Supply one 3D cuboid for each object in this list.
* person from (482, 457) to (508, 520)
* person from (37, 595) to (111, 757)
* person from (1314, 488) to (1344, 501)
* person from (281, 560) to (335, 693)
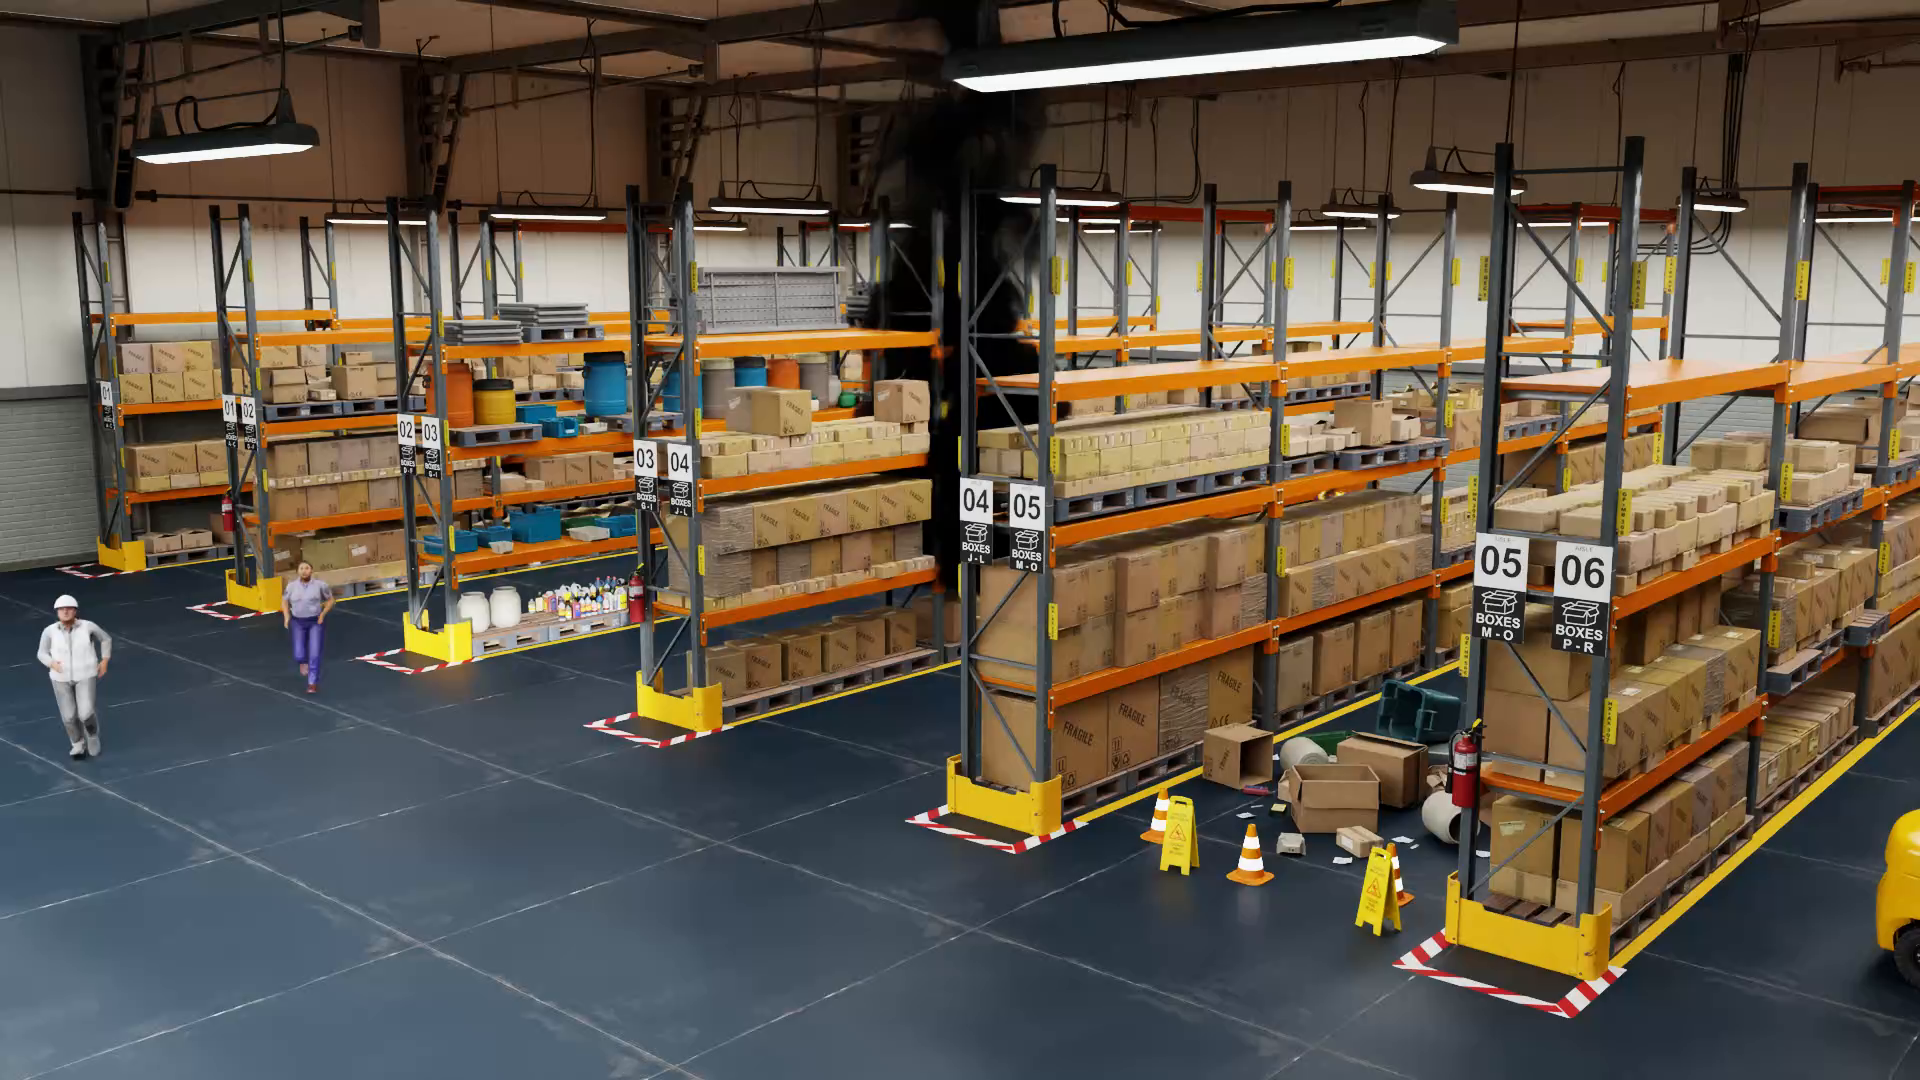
[{"bbox_3d":[-8.683,-0.772,31.057,0.503,1.644,0.710,5,11,29],"label":"person"},{"bbox_3d":[-9.220,1.440,17.340,0.679,1.756,0.648,-4,10,-22],"label":"person"},{"bbox_3d":[5.974,-0.169,26.932,0.702,1.747,0.946,7,12,36],"label":"person"},{"bbox_3d":[-7.941,1.035,20.288,0.611,1.608,0.593,-3,10,-16],"label":"person"}]
